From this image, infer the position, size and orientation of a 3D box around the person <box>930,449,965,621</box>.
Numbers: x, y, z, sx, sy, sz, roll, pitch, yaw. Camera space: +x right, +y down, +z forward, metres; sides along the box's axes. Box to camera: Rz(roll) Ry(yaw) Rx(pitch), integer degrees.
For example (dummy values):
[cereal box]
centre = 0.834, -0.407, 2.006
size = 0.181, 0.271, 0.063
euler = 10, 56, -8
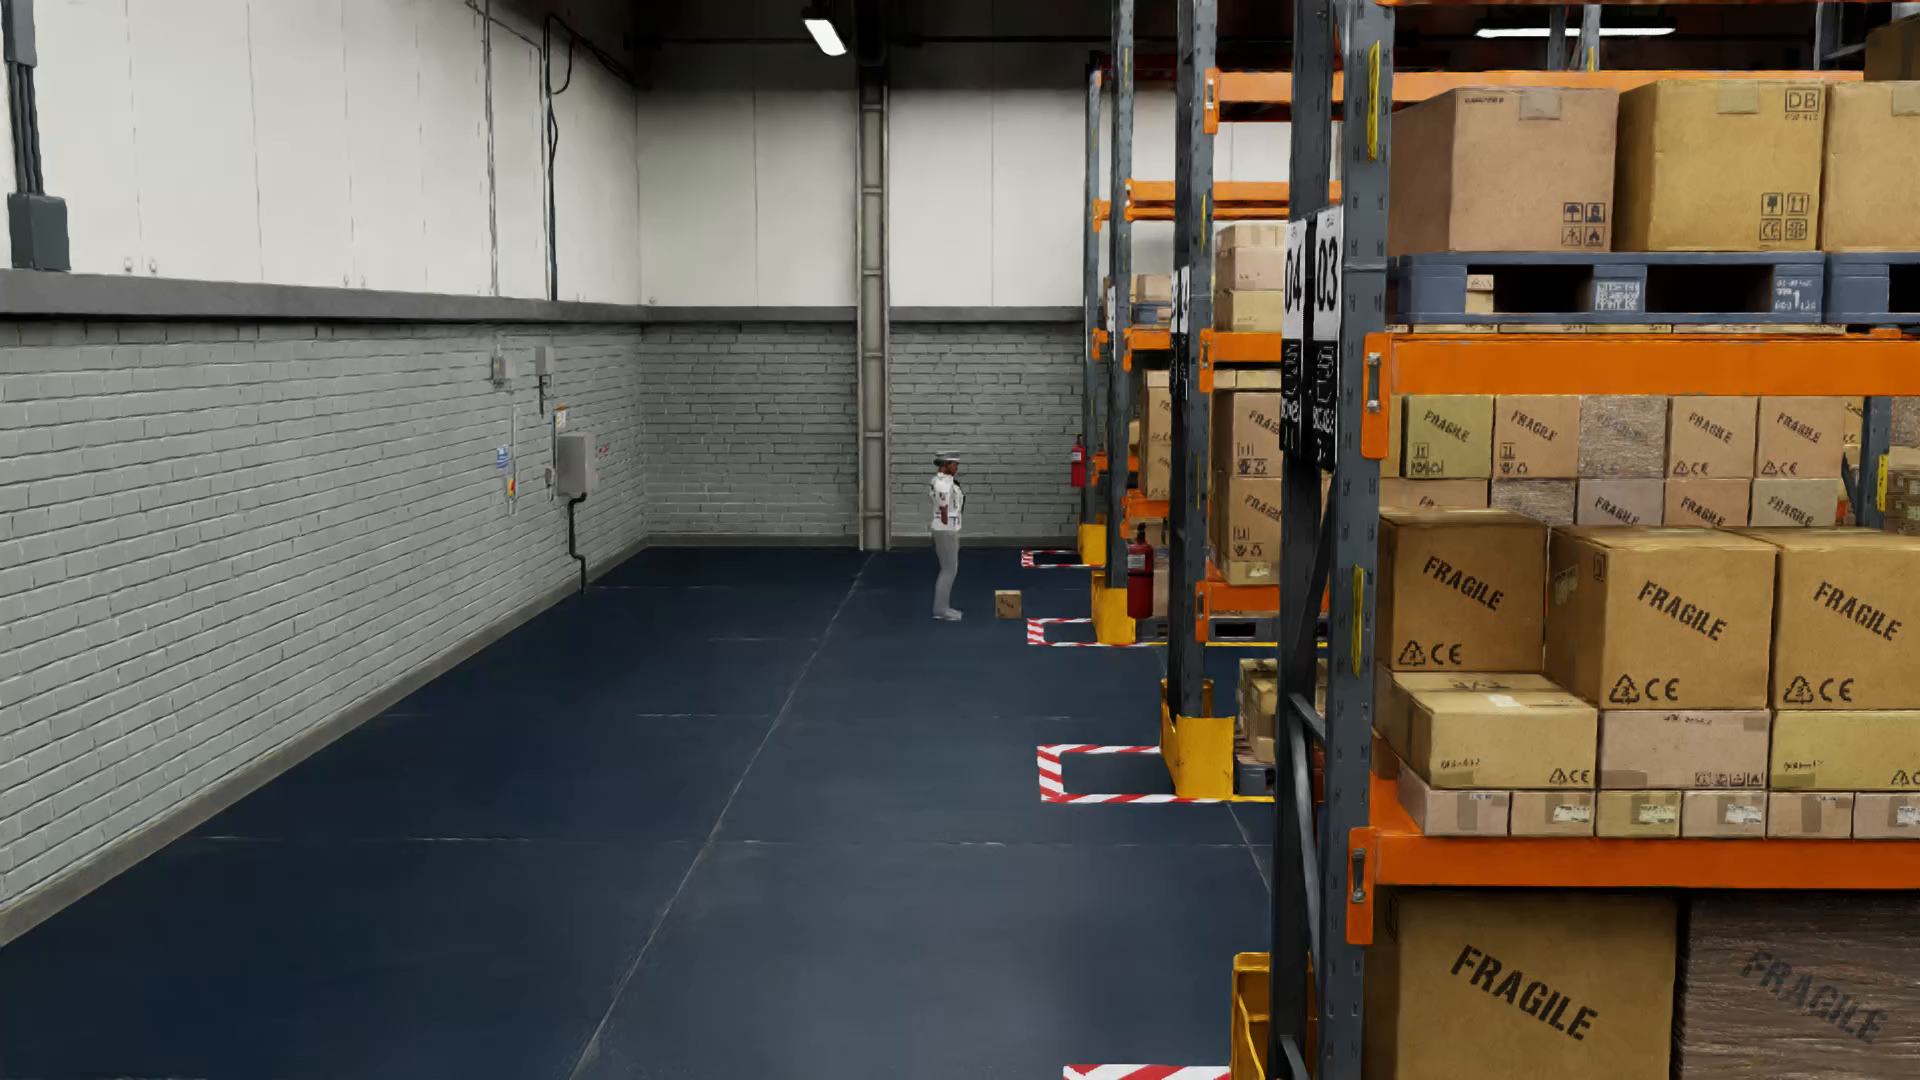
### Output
[person]
centre = -0.124, -0.059, 16.277
size = 0.340, 1.658, 0.438
euler = 0, 7, 2
